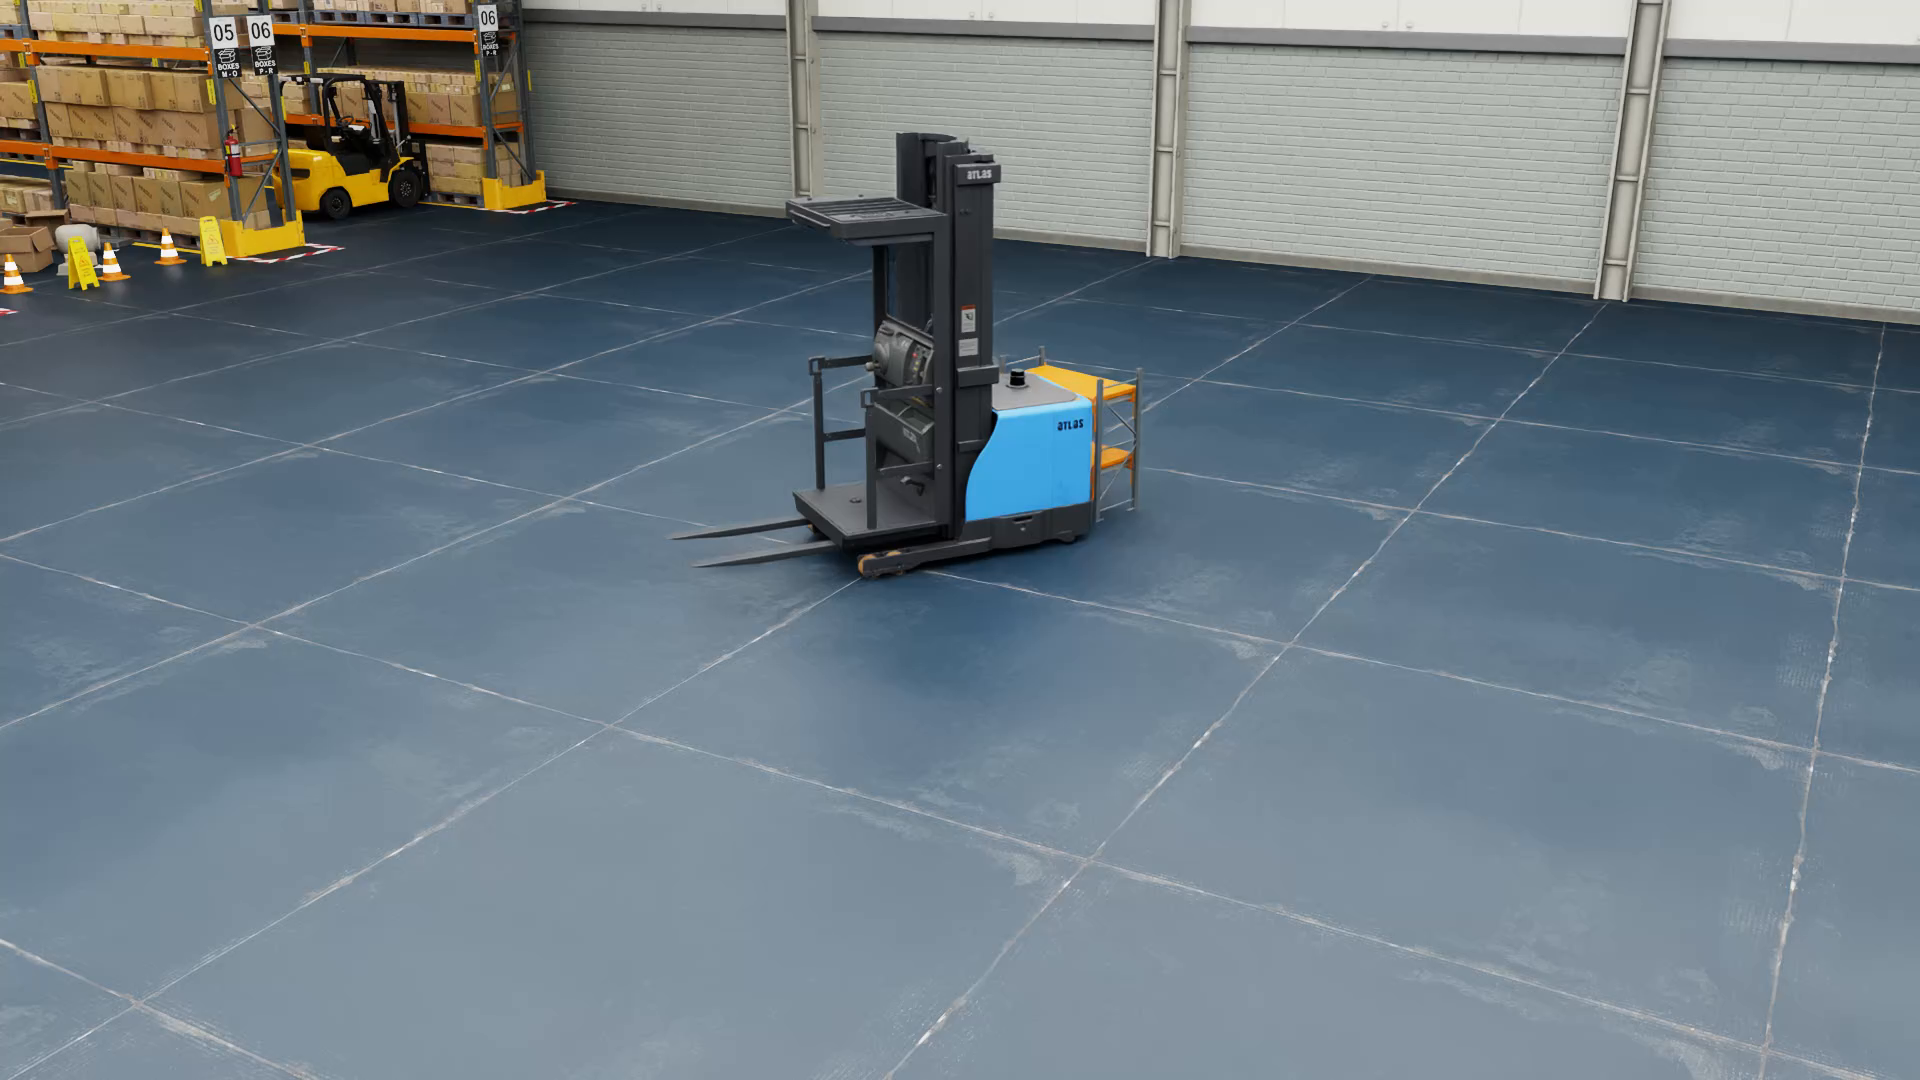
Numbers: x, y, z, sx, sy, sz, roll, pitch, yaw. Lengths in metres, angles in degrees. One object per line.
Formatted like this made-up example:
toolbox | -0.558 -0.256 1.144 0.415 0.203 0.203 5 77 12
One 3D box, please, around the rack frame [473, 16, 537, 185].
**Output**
rack frame | -7.449 -7.024 27.330 0.127 3.000 1.000 11 23 27

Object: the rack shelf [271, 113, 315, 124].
rack shelf | -12.687 -7.684 30.203 4.000 0.370 1.077 11 23 27

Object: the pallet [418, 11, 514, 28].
pallet | -8.054 -8.518 27.179 1.213 0.211 1.003 11 23 27

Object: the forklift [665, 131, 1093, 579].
forklift | -0.583 -1.310 11.678 3.031 2.935 1.130 -9 22 -24

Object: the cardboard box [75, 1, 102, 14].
cardboard box | -12.318 -7.569 23.633 0.250 0.149 0.380 10 22 26

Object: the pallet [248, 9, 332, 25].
pallet | -11.718 -9.152 29.079 1.217 0.209 0.805 10 22 25

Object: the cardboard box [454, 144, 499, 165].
cardboard box | -8.003 -6.383 27.512 0.500 0.250 0.500 12 23 29

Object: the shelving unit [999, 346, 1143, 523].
shelving unit | 0.850 -0.847 13.051 0.538 1.125 1.048 -18 27 -41

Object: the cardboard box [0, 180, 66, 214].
cardboard box | -14.447 -5.378 26.030 0.625 0.372 0.950 12 23 31

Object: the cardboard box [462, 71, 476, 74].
cardboard box | -8.088 -7.728 27.738 0.250 0.149 0.380 11 23 28

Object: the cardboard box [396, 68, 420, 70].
cardboard box | -9.413 -7.995 28.473 0.250 0.149 0.380 11 22 27

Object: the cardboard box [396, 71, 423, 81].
cardboard box | -9.207 -7.766 27.841 0.250 0.149 0.380 11 23 28

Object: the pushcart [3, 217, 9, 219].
pushcart | -14.427 -4.291 23.641 0.936 0.377 1.648 3 20 9

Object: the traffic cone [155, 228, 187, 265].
traffic cone | -10.871 -4.041 22.826 0.334 0.463 0.336 11 23 27

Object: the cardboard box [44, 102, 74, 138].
cardboard box | -13.111 -6.242 24.590 0.500 0.500 0.500 11 23 27

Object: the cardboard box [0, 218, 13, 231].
cardboard box | -13.455 -4.127 22.807 0.503 0.637 0.797 11 23 27

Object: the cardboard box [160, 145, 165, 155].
cardboard box | -11.181 -5.602 23.780 0.250 0.149 0.380 11 23 28

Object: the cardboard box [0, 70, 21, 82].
cardboard box | -14.480 -7.020 25.170 0.250 0.149 0.380 10 22 26

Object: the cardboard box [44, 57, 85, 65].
cardboard box | -17.160 -9.031 32.100 0.500 0.500 0.700 11 23 28

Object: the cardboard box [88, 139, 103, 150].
cardboard box | -12.549 -5.832 24.412 0.250 0.149 0.380 12 23 29

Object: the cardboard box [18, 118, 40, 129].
cardboard box | -13.943 -6.294 25.069 0.250 0.149 0.380 11 23 28

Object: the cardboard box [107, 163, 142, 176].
cardboard box | -12.209 -5.427 24.293 0.250 0.149 0.380 12 23 30

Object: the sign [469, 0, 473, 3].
sign | -7.726 -8.654 26.242 0.005 0.325 0.100 11 23 27

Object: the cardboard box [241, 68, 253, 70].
cardboard box | -13.133 -8.554 30.451 0.250 0.149 0.380 11 22 27

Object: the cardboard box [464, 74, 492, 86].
cardboard box | -7.865 -7.513 27.143 0.250 0.149 0.380 11 23 27

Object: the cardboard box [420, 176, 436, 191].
cardboard box | -8.875 -6.084 28.156 0.500 0.250 0.500 11 23 28

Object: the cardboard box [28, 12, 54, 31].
cardboard box | -13.108 -7.536 24.125 0.500 0.250 0.500 10 22 26

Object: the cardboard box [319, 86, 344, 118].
cardboard box | -10.681 -7.585 28.729 0.500 0.500 0.500 10 22 26

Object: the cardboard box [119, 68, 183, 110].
cardboard box | -11.353 -6.363 23.459 0.500 0.500 0.700 10 22 27

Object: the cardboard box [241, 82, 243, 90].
cardboard box | -12.822 -8.119 29.835 0.500 0.250 0.500 11 23 28

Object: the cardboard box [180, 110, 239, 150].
cardboard box | -10.475 -5.741 23.210 0.500 0.500 0.500 10 22 26

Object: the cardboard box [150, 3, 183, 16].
cardboard box | -10.940 -7.330 22.973 0.250 0.149 0.380 11 23 28

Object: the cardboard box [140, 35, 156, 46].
cardboard box | -11.193 -6.989 23.203 0.250 0.149 0.380 11 22 27

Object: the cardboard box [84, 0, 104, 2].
cardboard box | -12.528 -7.800 24.269 0.250 0.149 0.380 11 23 29

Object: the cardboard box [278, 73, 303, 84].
cardboard box | -11.770 -8.126 29.269 0.250 0.149 0.380 11 23 27

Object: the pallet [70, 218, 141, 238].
pallet | -12.755 -4.799 25.285 1.213 0.211 1.003 11 23 27

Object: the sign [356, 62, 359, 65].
sign | -10.672 -8.299 29.459 0.005 0.325 0.100 11 23 27

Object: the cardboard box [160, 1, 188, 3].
cardboard box | -11.128 -7.574 23.646 0.250 0.149 0.380 11 23 29

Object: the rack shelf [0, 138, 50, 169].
rack shelf | -15.105 -6.205 26.128 4.000 0.370 1.077 11 23 27

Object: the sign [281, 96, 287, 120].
sign | -9.602 -6.114 23.552 0.005 0.325 0.100 11 23 27

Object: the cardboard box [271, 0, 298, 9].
cardboard box | -11.692 -9.350 28.711 0.500 0.311 0.500 10 22 26

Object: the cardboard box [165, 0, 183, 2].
cardboard box | -13.920 -9.863 29.848 0.500 0.500 0.500 11 23 28

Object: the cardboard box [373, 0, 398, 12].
cardboard box | -9.292 -9.037 27.566 0.637 0.503 0.797 12 23 29

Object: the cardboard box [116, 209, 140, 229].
cardboard box | -12.039 -4.764 24.517 0.500 0.250 0.500 10 22 27

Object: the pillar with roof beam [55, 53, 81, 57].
pillar with roof beam | -20.193 -10.942 29.334 0.400 9.000 9.100 11 23 27

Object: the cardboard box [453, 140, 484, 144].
cardboard box | -8.214 -6.617 28.159 0.500 0.250 0.500 11 23 27

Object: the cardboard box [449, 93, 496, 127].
cardboard box | -8.007 -7.075 27.323 0.500 0.500 0.500 10 22 26

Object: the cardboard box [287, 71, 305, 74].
cardboard box | -11.803 -8.302 29.755 0.250 0.149 0.380 11 22 27

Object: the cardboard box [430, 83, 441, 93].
cardboard box | -8.534 -7.490 27.516 0.250 0.149 0.380 11 22 27

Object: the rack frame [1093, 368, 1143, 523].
rack frame | 1.206 -0.723 12.710 0.500 1.125 0.032 -18 27 -41

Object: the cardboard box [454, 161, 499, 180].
cardboard box | -8.027 -6.152 27.609 0.500 0.250 0.500 10 22 27

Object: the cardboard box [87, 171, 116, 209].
cardboard box | -12.502 -5.204 24.630 0.500 0.500 0.500 12 23 29

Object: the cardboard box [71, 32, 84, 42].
cardboard box | -12.536 -7.256 23.939 0.250 0.149 0.380 12 23 29

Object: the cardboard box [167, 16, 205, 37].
cardboard box | -10.445 -7.030 22.731 0.500 0.250 0.500 10 22 27

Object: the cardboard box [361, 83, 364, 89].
cardboard box | -9.916 -7.725 28.165 0.250 0.149 0.380 11 22 27

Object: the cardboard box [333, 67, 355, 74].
cardboard box | -10.527 -8.028 28.564 0.250 0.149 0.380 11 23 28

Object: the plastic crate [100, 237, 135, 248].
plastic crate | -12.388 -4.333 24.194 0.583 0.080 0.402 3 20 9
